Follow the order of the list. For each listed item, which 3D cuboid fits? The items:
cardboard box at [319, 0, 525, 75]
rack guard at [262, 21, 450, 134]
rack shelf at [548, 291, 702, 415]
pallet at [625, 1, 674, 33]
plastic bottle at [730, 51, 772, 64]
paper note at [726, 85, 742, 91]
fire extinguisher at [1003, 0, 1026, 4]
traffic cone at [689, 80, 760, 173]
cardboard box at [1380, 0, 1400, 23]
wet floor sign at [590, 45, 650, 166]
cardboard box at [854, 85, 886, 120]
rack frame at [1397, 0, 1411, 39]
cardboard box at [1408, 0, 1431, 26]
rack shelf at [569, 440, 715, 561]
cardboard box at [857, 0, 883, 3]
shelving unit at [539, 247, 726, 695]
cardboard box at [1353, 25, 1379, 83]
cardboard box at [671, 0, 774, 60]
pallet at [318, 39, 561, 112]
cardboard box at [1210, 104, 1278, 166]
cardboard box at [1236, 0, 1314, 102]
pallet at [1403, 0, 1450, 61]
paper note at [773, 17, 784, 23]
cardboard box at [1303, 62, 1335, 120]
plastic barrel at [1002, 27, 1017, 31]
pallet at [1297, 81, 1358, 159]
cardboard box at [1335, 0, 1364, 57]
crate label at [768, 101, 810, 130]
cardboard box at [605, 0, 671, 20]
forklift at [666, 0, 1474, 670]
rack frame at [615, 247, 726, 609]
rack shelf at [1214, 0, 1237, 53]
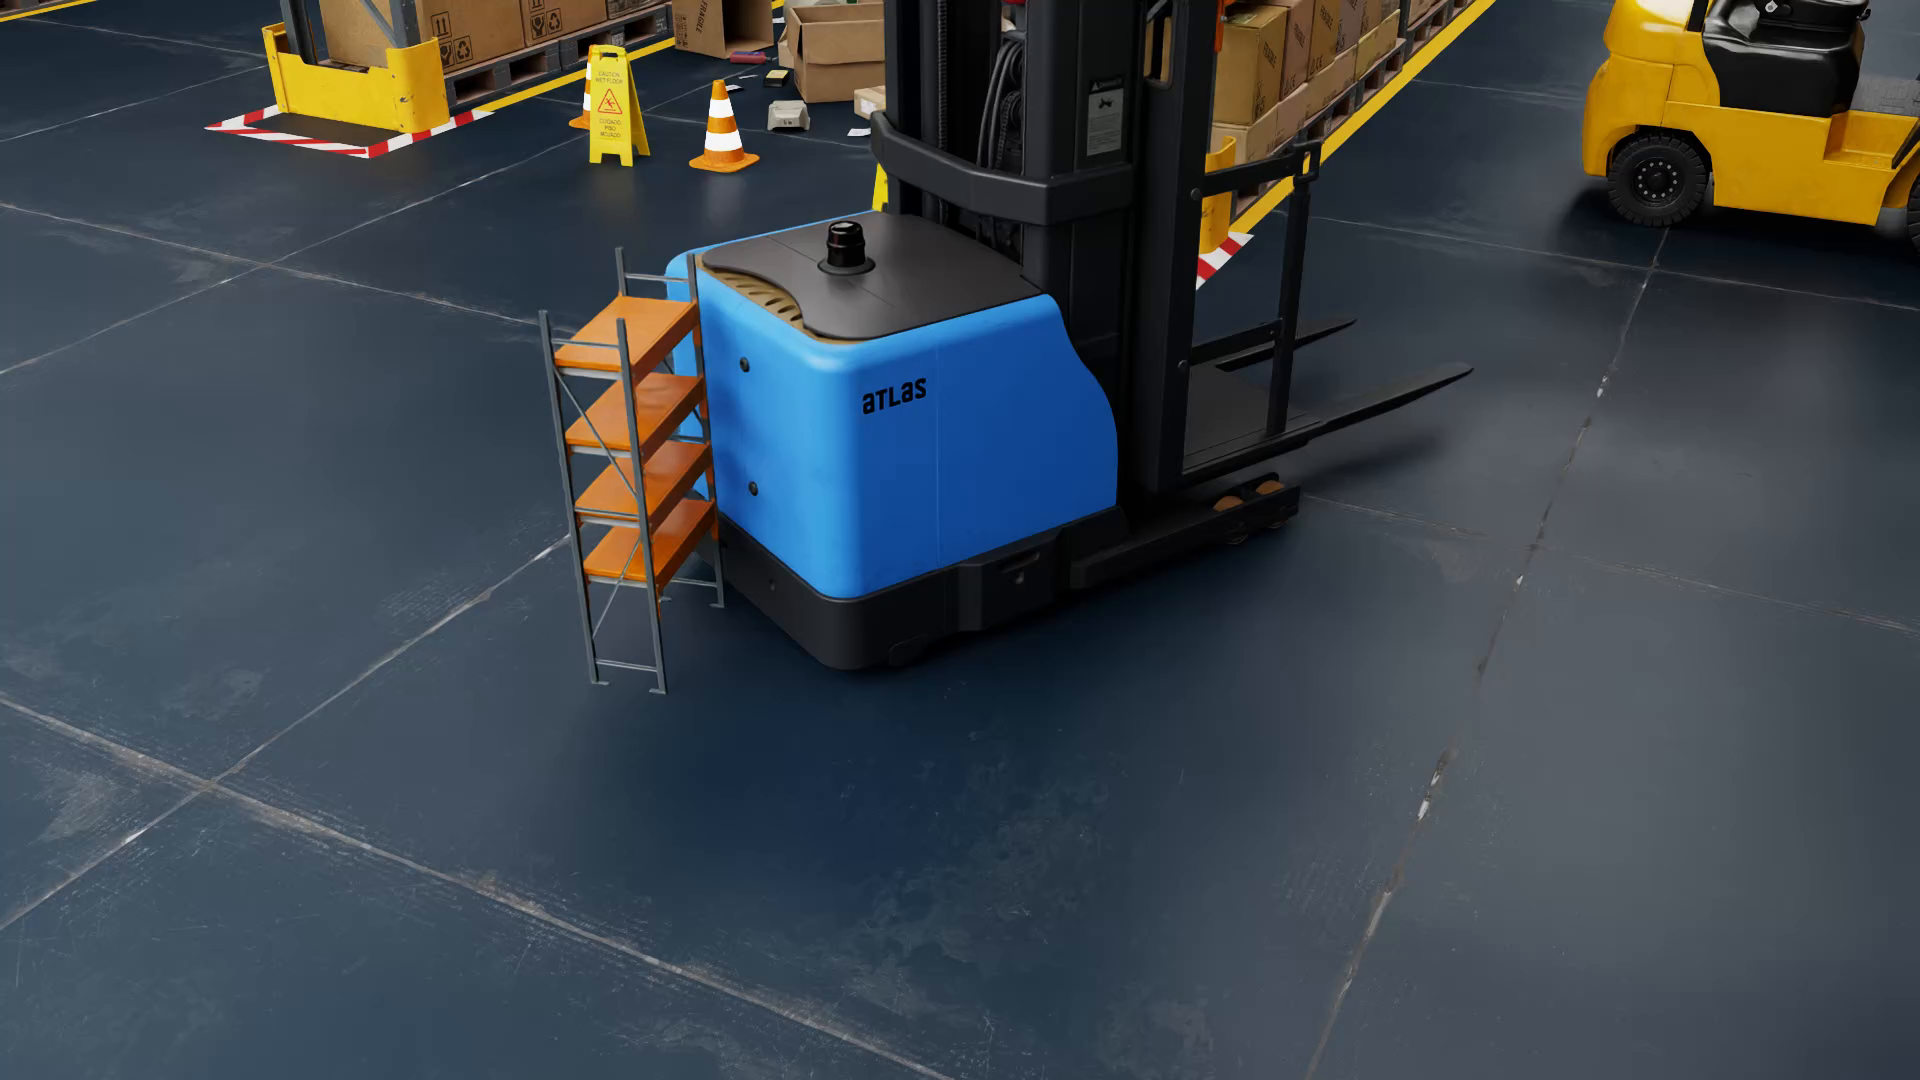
[{"bbox_3d":[-3.453,-3.532,10.600,0.875,0.875,0.875,14,33,24],"label":"cardboard box"},{"bbox_3d":[-3.715,-2.861,10.230,1.175,0.500,0.348,14,33,23],"label":"rack guard"},{"bbox_3d":[-0.935,-0.533,4.680,0.258,0.148,0.480,7,31,12],"label":"rack shelf"},{"bbox_3d":[-2.297,-4.200,12.852,1.003,0.211,1.213,14,33,23],"label":"pallet"},{"bbox_3d":[-1.435,-3.333,11.493,0.283,0.061,0.133,4,30,6],"label":"plastic bottle"},{"bbox_3d":[-1.497,-2.959,10.873,0.142,0.017,0.144,-25,38,-36],"label":"paper note"},{"bbox_3d":[0.287,-2.897,7.861,0.296,0.674,0.183,14,33,23],"label":"fire extinguisher"},{"bbox_3d":[-1.346,-2.361,9.397,0.336,0.463,0.334,14,33,23],"label":"traffic cone"},{"bbox_3d":[2.541,-3.642,10.667,0.500,0.500,0.500,14,33,23],"label":"cardboard box"},{"bbox_3d":[-1.954,-2.472,9.407,0.267,0.644,0.232,9,31,15],"label":"wet floor sign"},{"bbox_3d":[-0.452,-2.680,10.267,0.250,0.149,0.380,-18,34,-28],"label":"cardboard box"},{"bbox_3d":[2.571,-4.650,10.836,1.000,3.000,0.127,14,33,23],"label":"rack frame"},{"bbox_3d":[2.808,-3.926,11.792,0.950,0.372,0.625,15,33,24],"label":"cardboard box"},{"bbox_3d":[-0.933,-0.136,4.912,0.258,0.148,0.480,7,31,12],"label":"rack shelf"},{"bbox_3d":[-0.286,-3.623,11.417,0.797,0.637,0.503,14,33,23],"label":"cardboard box"},{"bbox_3d":[-0.933,-0.194,4.878,0.258,1.200,0.503,7,31,12],"label":"shelving unit"},{"bbox_3d":[2.308,-3.079,10.439,0.500,0.250,0.500,13,32,22],"label":"cardboard box"},{"bbox_3d":[-1.675,-3.725,11.732,0.500,0.500,0.500,21,36,32],"label":"cardboard box"},{"bbox_3d":[-3.409,-3.118,10.968,1.003,0.211,1.213,14,33,23],"label":"pallet"},{"bbox_3d":[1.363,-2.162,8.842,0.500,0.250,0.500,14,33,23],"label":"cardboard box"},{"bbox_3d":[1.607,-2.730,9.079,0.500,0.500,0.500,13,32,21],"label":"cardboard box"},{"bbox_3d":[2.925,-3.787,12.132,1.003,0.211,1.213,14,33,23],"label":"pallet"},{"bbox_3d":[-1.382,-3.938,12.576,0.147,0.020,0.142,-7,31,-11],"label":"paper note"},{"bbox_3d":[1.839,-2.631,9.659,0.500,0.250,0.500,17,34,27],"label":"cardboard box"},{"bbox_3d":[0.342,-3.019,10.582,0.421,0.421,0.512,-12,32,-20],"label":"plastic barrel"},{"bbox_3d":[1.742,-2.593,10.053,1.003,0.211,1.213,14,33,23],"label":"pallet"},{"bbox_3d":[2.079,-3.190,9.879,0.500,0.500,0.500,16,34,26],"label":"cardboard box"},{"bbox_3d":[-1.044,-2.583,10.110,0.250,0.136,0.298,-1,30,-3],"label":"crate label"},{"bbox_3d":[-2.637,-4.326,11.983,0.875,0.875,0.875,15,33,24],"label":"cardboard box"},{"bbox_3d":[0.574,-1.450,5.331,3.031,2.935,1.130,-19,35,-30],"label":"forklift"},{"bbox_3d":[-0.875,-0.313,5.082,0.240,1.200,0.015,7,31,12],"label":"rack frame"},{"bbox_3d":[1.660,-3.452,9.471,1.077,0.370,4.000,14,33,23],"label":"rack shelf"}]
